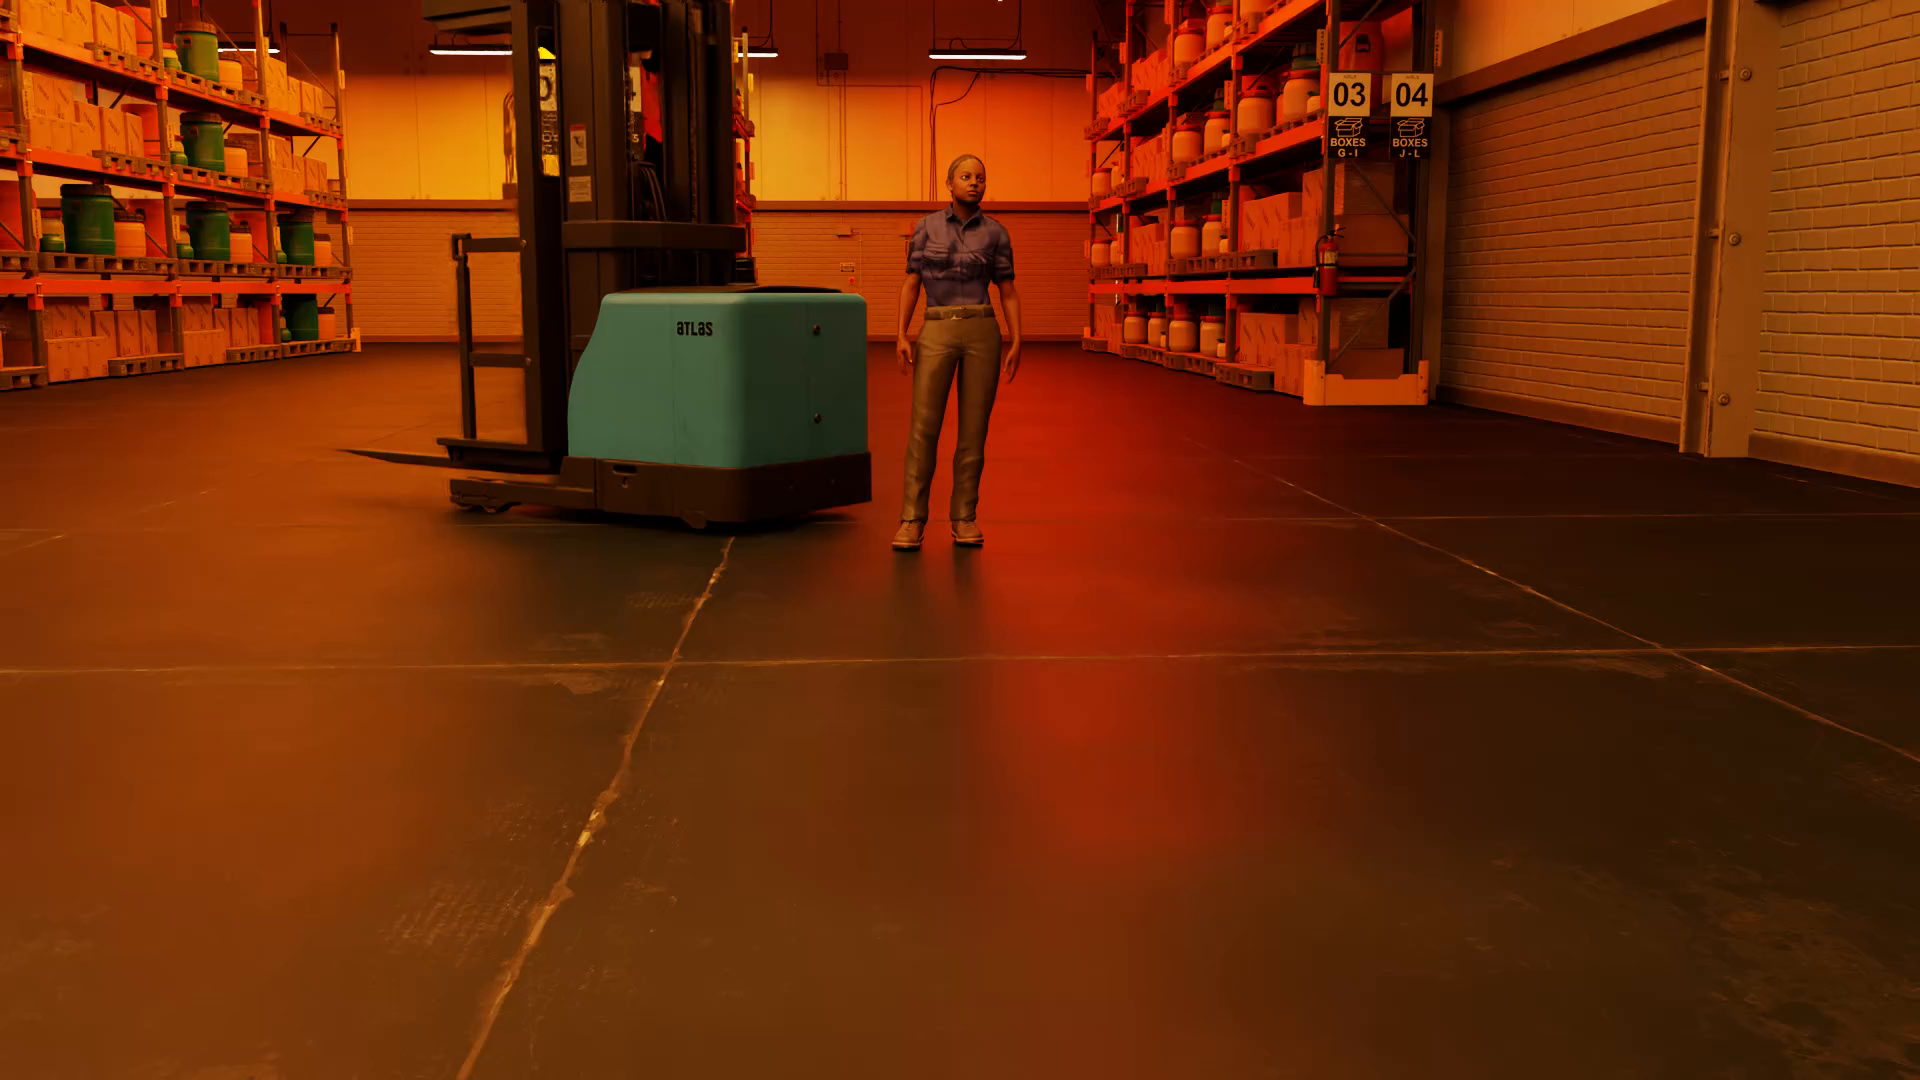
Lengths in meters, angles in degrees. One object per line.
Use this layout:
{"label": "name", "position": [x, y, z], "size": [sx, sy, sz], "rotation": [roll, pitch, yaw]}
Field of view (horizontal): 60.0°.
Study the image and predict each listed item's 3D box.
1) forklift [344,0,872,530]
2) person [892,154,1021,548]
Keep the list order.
{"label": "forklift", "position": [-1.937, -1.638, 8.359], "size": [3.031, 2.935, 1.130], "rotation": [6, 10, 34]}
{"label": "person", "position": [-0.015, -0.813, 7.100], "size": [0.569, 1.655, 0.504], "rotation": [-1, 8, -4]}
